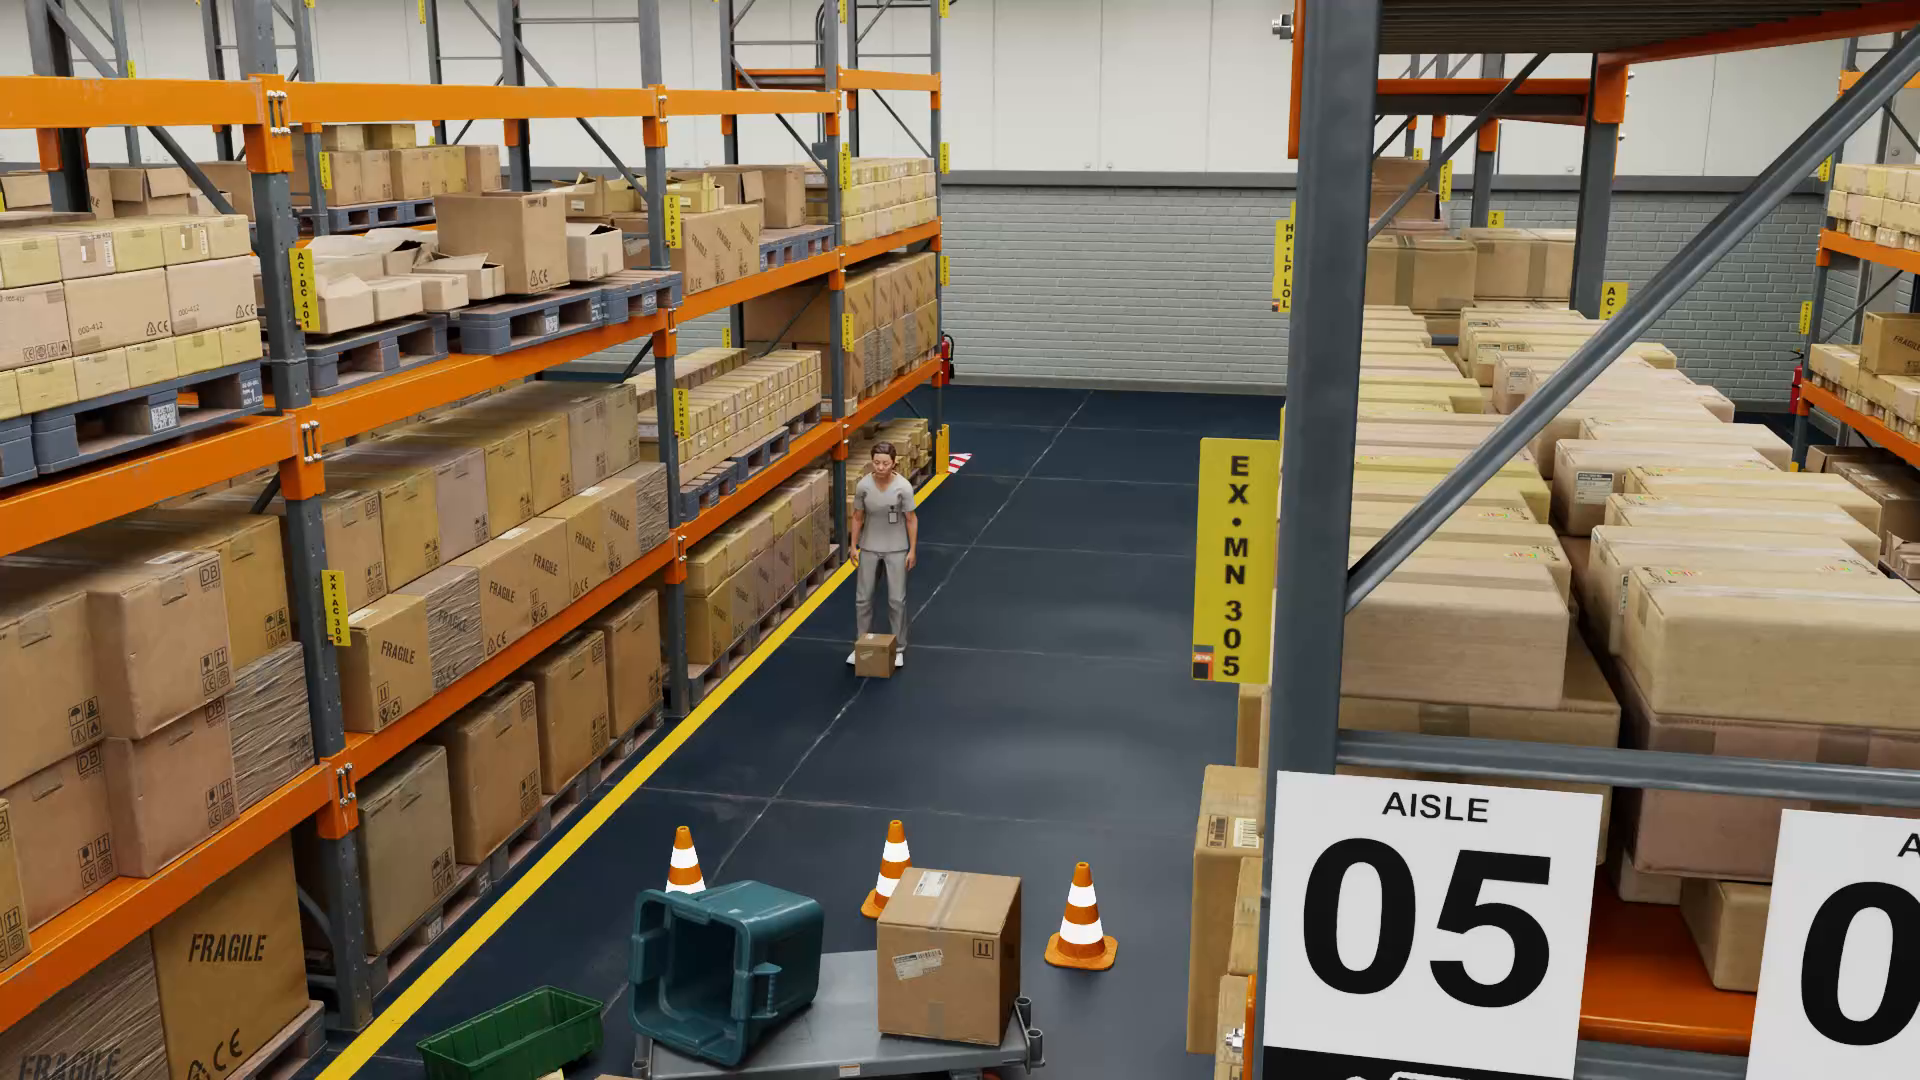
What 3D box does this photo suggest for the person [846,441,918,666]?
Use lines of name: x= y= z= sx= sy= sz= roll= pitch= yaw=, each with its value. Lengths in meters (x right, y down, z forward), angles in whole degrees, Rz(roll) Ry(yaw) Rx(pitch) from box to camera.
person: x=-0.567 y=0.091 z=12.169 sx=0.513 sy=1.673 sz=0.355 roll=2 pitch=15 yaw=9
